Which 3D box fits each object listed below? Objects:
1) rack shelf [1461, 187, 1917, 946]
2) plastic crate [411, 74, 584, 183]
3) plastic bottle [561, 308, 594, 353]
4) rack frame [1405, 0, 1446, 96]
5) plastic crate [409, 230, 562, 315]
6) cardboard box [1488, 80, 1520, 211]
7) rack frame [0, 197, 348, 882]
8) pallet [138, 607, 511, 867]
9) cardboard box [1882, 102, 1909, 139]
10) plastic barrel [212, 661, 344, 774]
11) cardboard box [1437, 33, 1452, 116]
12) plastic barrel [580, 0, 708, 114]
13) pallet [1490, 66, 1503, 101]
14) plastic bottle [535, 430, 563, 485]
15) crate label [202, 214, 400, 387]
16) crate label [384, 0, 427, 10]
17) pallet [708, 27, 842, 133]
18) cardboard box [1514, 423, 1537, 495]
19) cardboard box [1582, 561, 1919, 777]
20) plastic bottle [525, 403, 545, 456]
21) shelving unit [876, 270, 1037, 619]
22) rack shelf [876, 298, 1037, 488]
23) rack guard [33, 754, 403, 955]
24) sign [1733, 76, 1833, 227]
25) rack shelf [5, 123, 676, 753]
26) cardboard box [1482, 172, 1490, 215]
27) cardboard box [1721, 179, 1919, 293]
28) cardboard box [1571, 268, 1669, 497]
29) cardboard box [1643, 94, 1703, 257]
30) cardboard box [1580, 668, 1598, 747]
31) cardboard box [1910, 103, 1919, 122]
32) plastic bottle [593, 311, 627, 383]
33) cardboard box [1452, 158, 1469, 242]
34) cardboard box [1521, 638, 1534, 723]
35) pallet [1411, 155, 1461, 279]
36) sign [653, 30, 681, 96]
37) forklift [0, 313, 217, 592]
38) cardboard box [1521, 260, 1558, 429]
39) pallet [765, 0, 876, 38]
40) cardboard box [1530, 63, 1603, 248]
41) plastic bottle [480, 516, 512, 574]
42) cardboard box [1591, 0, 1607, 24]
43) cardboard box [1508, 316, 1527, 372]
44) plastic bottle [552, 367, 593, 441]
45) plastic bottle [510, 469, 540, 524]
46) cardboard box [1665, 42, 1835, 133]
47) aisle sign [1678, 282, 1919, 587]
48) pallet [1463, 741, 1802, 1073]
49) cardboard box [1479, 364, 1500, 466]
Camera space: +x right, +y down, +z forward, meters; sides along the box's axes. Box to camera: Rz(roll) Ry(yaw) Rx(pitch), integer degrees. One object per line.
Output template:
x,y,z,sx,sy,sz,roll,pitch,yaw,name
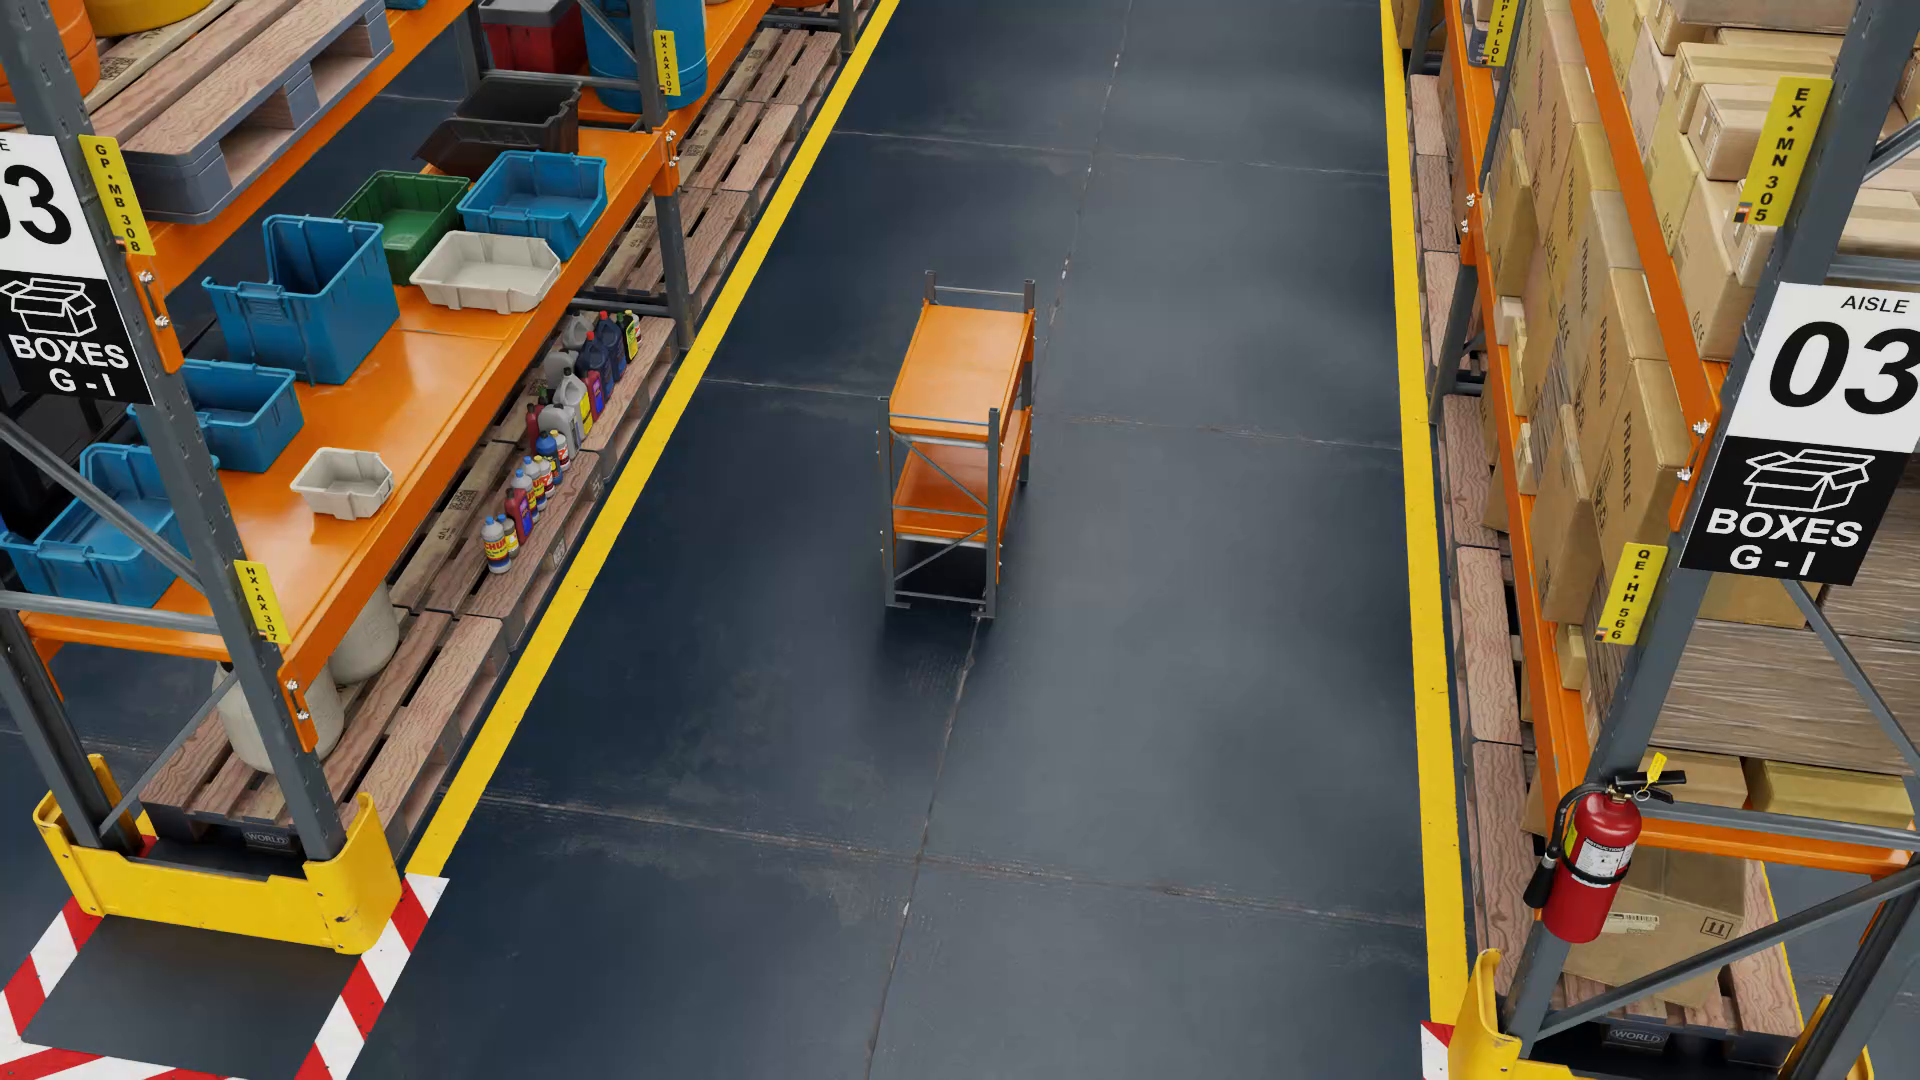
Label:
2.569,-0.198,6.297,1.077,0.370,4.000,6,40,8,rack shelf
-2.179,-1.938,7.886,0.767,0.338,0.504,6,40,8,plastic crate
-1.933,-1.005,8.442,0.144,0.351,0.185,6,40,8,plastic bottle
3.607,-4.241,10.622,1.000,3.000,0.127,6,40,8,rack frame
-1.995,-1.128,7.064,0.530,0.136,0.437,6,40,8,plastic crate
2.776,-1.608,7.126,0.875,0.500,0.500,6,40,8,cardboard box
-2.655,0.234,5.210,1.000,3.000,0.127,6,40,8,rack frame
-2.543,0.746,6.778,1.003,0.211,1.213,6,40,8,pallet
2.644,-0.916,4.365,0.500,0.250,0.500,6,40,7,cardboard box
-2.617,0.609,6.379,0.421,0.512,0.421,0,40,0,plastic barrel
3.511,-3.024,10.767,0.700,0.500,0.500,4,40,5,cardboard box
-1.598,-2.679,8.339,0.600,0.901,0.708,6,40,8,plastic barrel
3.191,-2.120,8.207,1.003,0.211,1.213,6,40,8,pallet
-1.923,-0.393,7.764,0.097,0.271,0.097,0,40,0,plastic bottle
-2.603,-0.965,6.632,0.502,0.435,0.616,6,40,8,crate label
-2.006,-2.003,5.678,0.502,0.251,0.408,6,40,8,crate label
-1.443,-3.230,11.588,1.003,0.211,1.213,6,40,8,pallet
2.225,-0.278,6.026,0.380,0.149,0.250,6,40,8,cardboard box
2.345,0.285,4.837,0.875,0.500,0.500,6,40,8,cardboard box
-2.017,-0.550,7.944,0.061,0.283,0.133,6,40,8,plastic bottle
0.001,-0.438,7.494,0.538,1.125,1.048,6,40,8,shelving unit
0.001,-0.663,7.307,0.538,0.278,1.000,6,40,8,rack shelf
-2.689,1.144,6.070,1.175,0.500,0.348,6,40,8,rack guard
1.680,-0.791,3.401,0.100,0.325,0.005,6,40,8,sign
-2.309,-0.744,6.957,1.077,0.370,4.000,6,40,8,rack shelf
2.582,-1.532,7.543,0.380,0.149,0.250,6,40,8,cardboard box
1.964,-0.681,3.767,0.380,0.149,0.250,6,40,8,cardboard box
2.156,-0.445,4.935,0.500,0.500,0.500,6,40,8,cardboard box
2.140,-0.962,4.421,0.500,0.250,0.500,7,40,8,cardboard box
2.113,0.518,5.063,0.380,0.149,0.250,6,40,8,cardboard box
2.561,-0.943,4.085,0.380,0.149,0.250,6,40,7,cardboard box
-1.791,-0.989,8.423,0.144,0.351,0.185,5,40,6,plastic bottle
3.240,-1.968,9.489,0.700,0.500,0.500,3,40,4,cardboard box
2.544,0.422,6.615,0.500,0.500,0.500,10,41,12,cardboard box
3.257,-1.912,9.994,1.003,0.211,1.213,6,40,8,pallet
-1.423,-2.316,8.076,0.100,0.325,0.005,6,40,8,sign
-4.642,-1.276,7.090,1.130,2.935,3.031,8,40,9,forklift
2.541,-0.664,5.984,0.875,0.500,0.500,6,40,8,cardboard box
-1.176,-4.211,12.775,1.003,0.211,1.213,6,40,8,pallet
2.415,-1.387,6.074,0.500,0.500,0.500,6,40,8,cardboard box
-2.035,0.012,7.274,0.097,0.271,0.097,0,40,0,plastic bottle
2.402,-1.931,5.592,0.500,0.250,0.500,5,40,6,cardboard box
2.390,-0.745,6.590,0.380,0.149,0.250,6,40,8,cardboard box
-1.880,-0.666,8.032,0.144,0.351,0.185,6,40,7,plastic bottle
-1.975,-0.203,7.534,0.097,0.271,0.097,0,40,0,plastic bottle
2.083,-1.175,4.365,0.380,0.149,0.250,7,40,8,cardboard box
1.917,-0.216,3.714,0.394,0.787,0.004,6,40,8,aisle sign
2.411,1.301,6.108,1.003,0.211,1.213,6,40,8,pallet
2.806,-0.682,7.950,0.500,0.500,0.500,5,40,6,cardboard box
